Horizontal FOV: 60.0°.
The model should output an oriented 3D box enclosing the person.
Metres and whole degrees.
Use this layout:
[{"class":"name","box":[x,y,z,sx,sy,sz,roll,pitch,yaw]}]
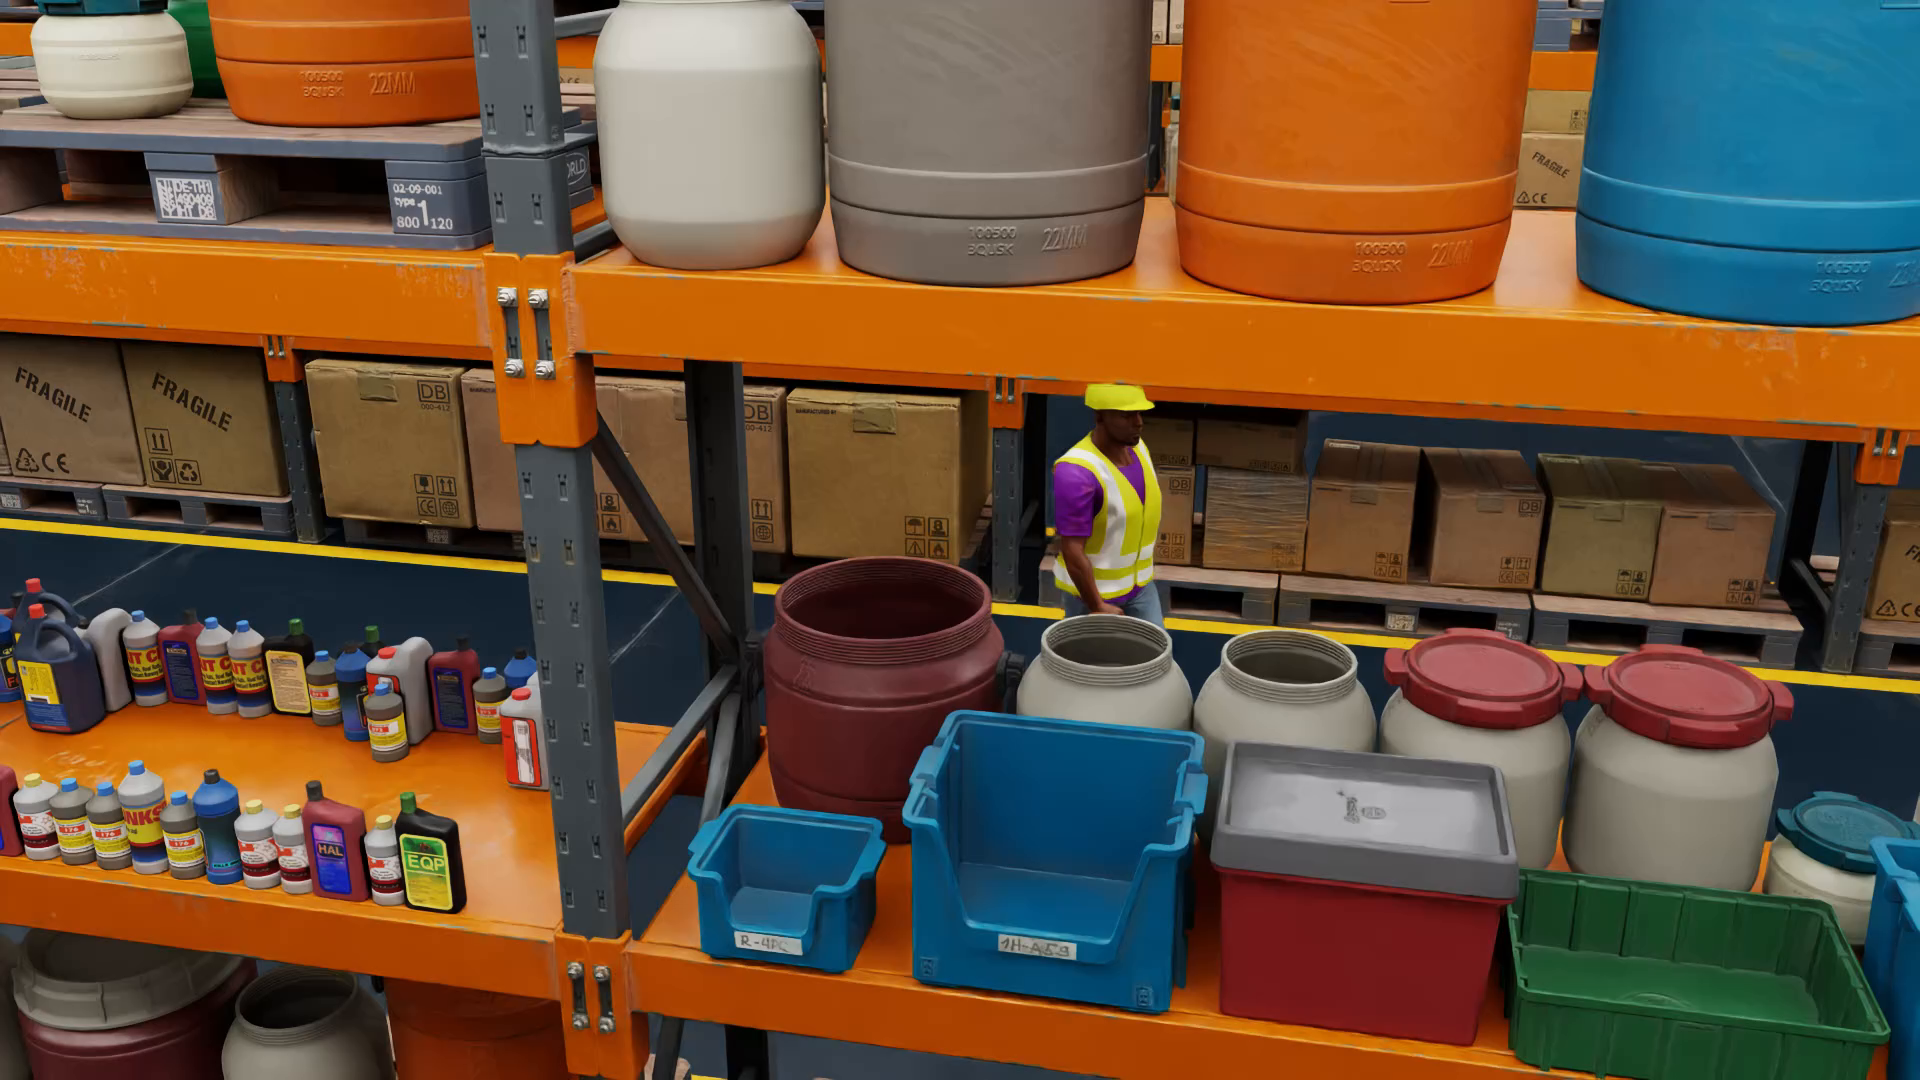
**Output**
[{"class":"person","box":[0.608,0.221,6.549,0.602,1.828,0.596,19,28,39]}]
